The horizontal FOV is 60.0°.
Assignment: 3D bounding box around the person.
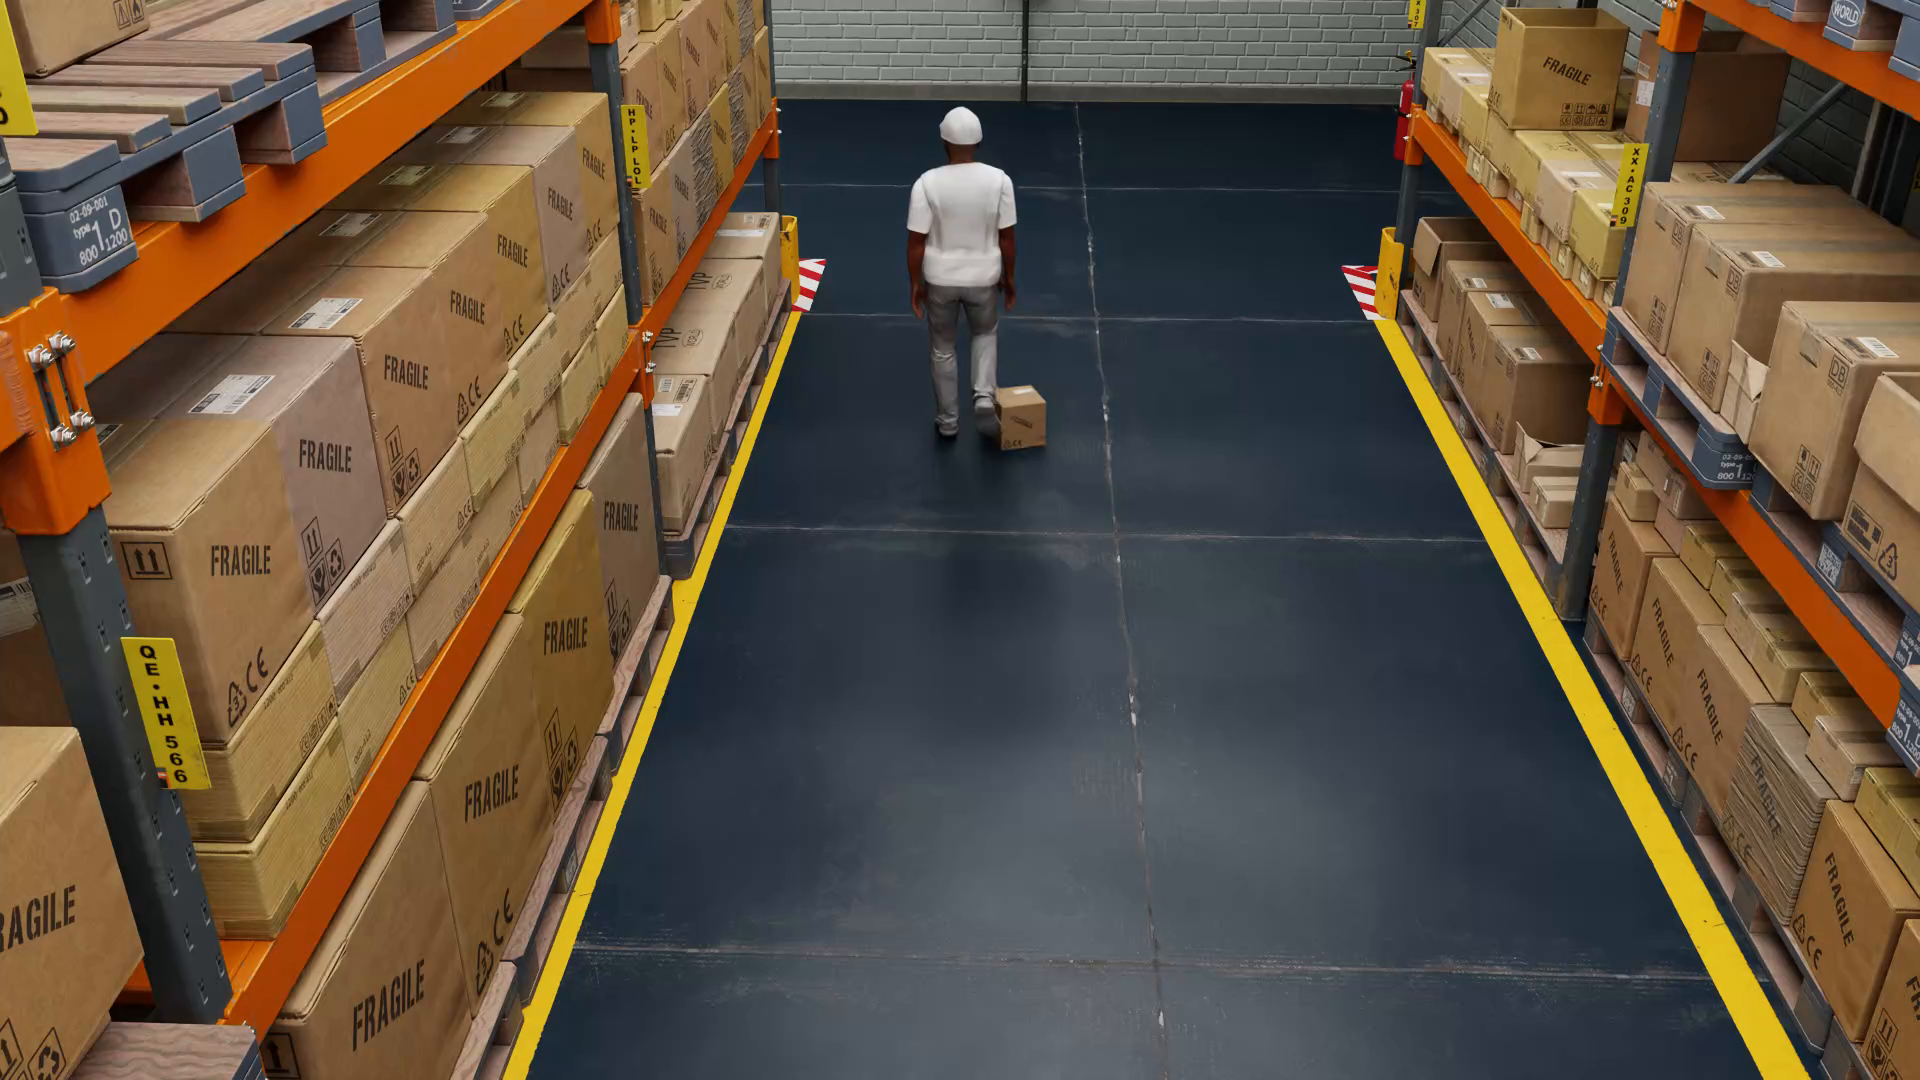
[{"bbox_3d":[0.011,-1.349,8.594,0.571,1.754,0.563,-3,28,-6],"label":"person"}]
